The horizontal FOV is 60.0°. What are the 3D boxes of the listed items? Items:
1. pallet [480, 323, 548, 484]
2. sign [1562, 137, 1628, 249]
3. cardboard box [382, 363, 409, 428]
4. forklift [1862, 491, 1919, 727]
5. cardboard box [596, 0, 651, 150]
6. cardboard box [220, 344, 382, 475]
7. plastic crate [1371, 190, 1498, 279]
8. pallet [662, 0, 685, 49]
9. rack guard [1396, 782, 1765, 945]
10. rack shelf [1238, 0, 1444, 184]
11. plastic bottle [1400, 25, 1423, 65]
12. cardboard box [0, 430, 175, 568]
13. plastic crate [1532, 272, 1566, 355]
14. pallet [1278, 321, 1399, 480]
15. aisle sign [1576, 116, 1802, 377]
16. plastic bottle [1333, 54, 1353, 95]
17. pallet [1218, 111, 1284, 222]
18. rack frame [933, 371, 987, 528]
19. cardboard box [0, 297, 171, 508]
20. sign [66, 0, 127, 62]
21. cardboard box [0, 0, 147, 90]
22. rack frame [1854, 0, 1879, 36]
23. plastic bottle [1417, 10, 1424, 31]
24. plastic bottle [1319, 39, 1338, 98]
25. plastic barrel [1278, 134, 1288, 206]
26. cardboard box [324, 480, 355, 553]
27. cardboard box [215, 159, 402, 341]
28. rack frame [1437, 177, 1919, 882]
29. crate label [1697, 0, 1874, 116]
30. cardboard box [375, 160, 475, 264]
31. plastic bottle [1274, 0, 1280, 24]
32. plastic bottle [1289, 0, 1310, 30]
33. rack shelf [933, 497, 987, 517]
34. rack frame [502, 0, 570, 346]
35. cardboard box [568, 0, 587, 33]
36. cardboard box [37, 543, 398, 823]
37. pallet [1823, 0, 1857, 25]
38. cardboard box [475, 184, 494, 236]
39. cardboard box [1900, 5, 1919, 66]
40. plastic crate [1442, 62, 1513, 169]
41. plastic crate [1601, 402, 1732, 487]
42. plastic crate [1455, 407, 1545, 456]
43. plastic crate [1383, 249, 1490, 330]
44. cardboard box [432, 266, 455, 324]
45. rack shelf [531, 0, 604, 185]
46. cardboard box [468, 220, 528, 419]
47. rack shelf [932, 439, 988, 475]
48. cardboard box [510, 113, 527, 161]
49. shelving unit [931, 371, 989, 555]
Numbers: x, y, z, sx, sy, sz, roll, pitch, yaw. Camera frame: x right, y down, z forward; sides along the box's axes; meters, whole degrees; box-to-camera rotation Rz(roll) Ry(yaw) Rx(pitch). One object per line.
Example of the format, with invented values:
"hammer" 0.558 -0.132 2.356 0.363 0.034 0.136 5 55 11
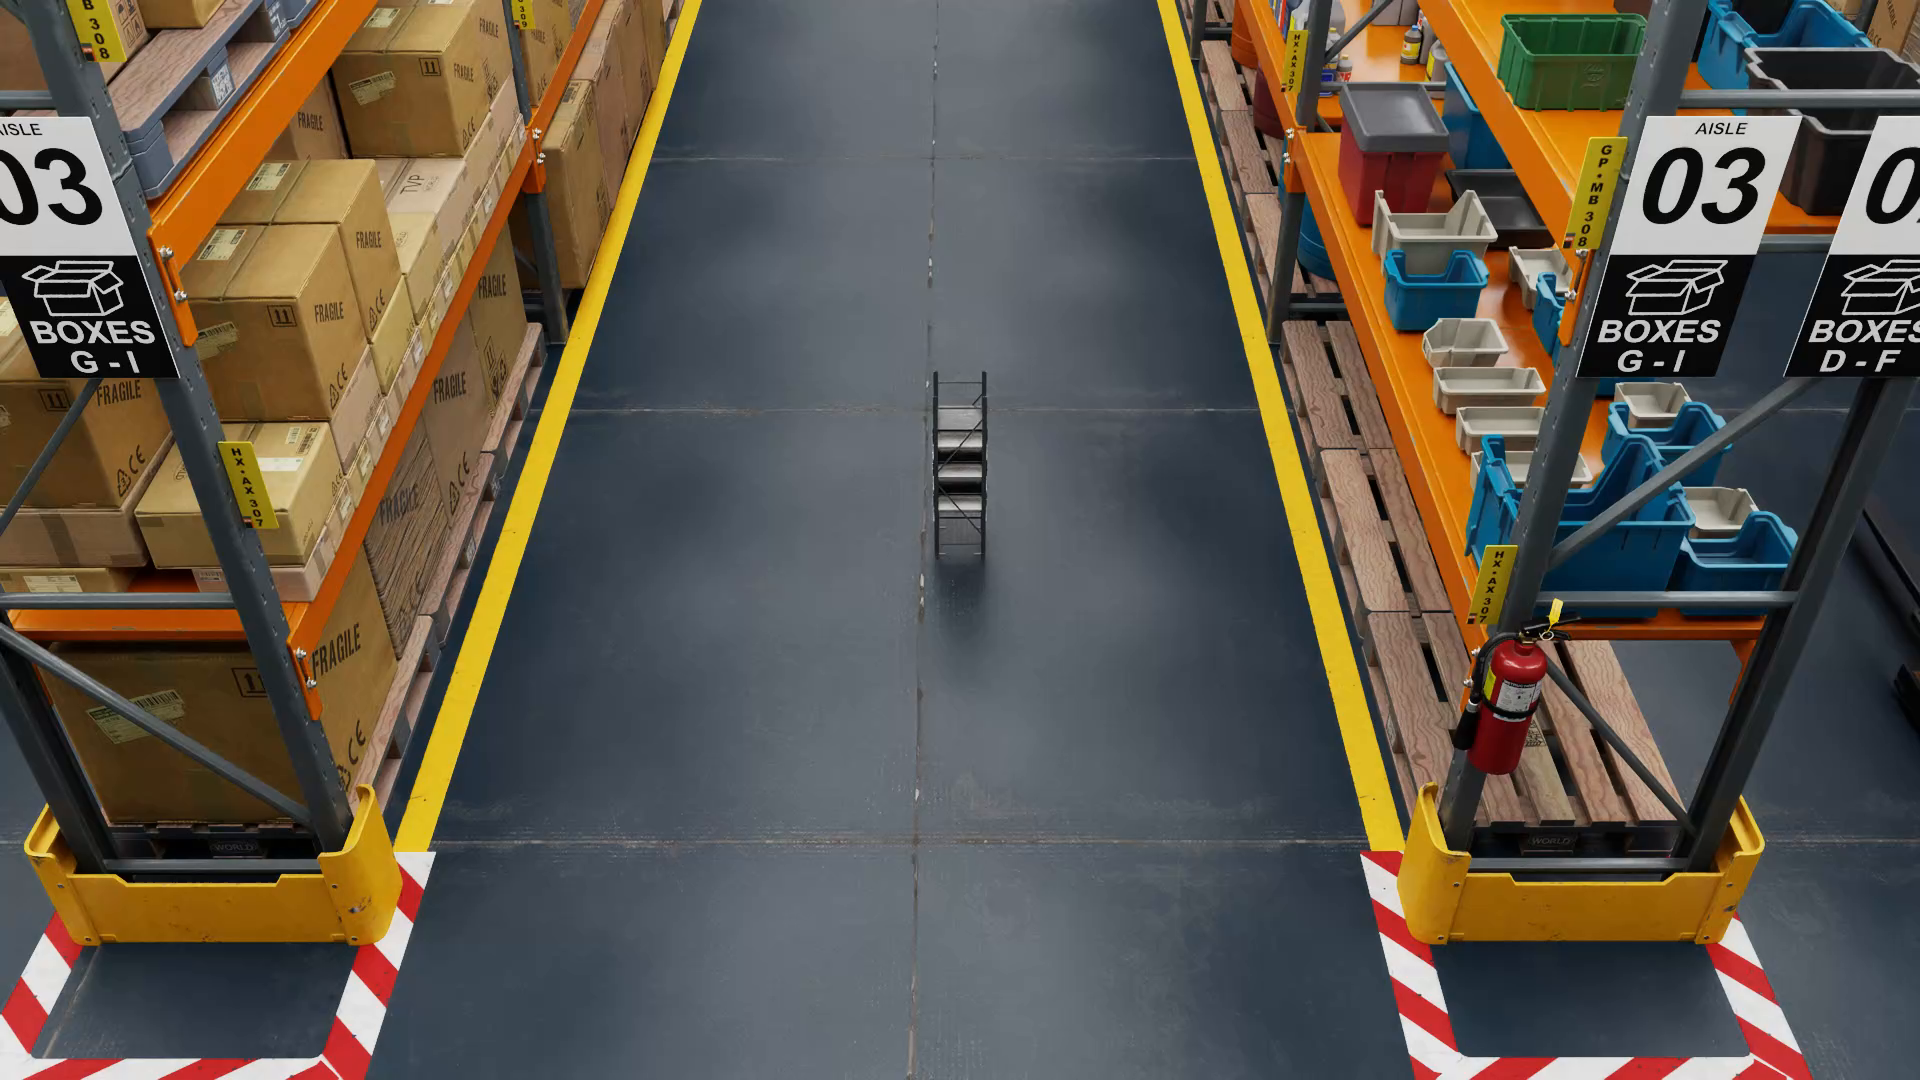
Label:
"pallet" -2.795 -0.736 8.745 1.003 0.211 1.213 0 39 0
"sign" 1.690 -0.921 4.431 0.100 0.325 0.005 0 39 0
"cardboard box" -2.386 -0.565 6.503 0.380 0.149 0.250 -1 39 -1
"forklift" 4.570 -0.267 5.985 1.130 2.935 3.031 1 39 1
"cardboard box" -2.748 -3.147 10.887 1.225 0.875 0.875 0 39 0
"cardboard box" -2.450 -0.481 6.079 0.500 0.250 0.500 0 39 -1
"plastic crate" 2.053 -1.325 7.297 0.437 0.282 0.530 0 39 0
"pallet" -2.721 -4.201 13.070 1.003 0.211 1.213 0 39 0
"rack guard" 2.253 1.189 6.112 1.175 0.500 0.348 0 39 0
"rack shelf" 2.233 -3.273 10.256 1.077 0.370 4.000 0 39 0
"plastic bottle" 2.491 -2.732 9.165 0.097 0.201 0.097 0 39 0
"cardboard box" -2.979 -0.159 5.677 0.500 0.250 0.500 -1 39 -1
"plastic crate" 2.567 -0.925 6.838 0.416 0.233 0.300 0 39 0
"pallet" 2.275 -0.755 8.769 1.003 0.211 1.213 0 39 0
"aisle sign" 1.947 -0.771 4.480 0.394 0.787 0.004 0 39 0
"plastic bottle" 2.037 -2.484 8.855 0.097 0.201 0.097 0 39 0
"pallet" 2.272 -2.462 10.899 1.003 0.211 1.213 0 39 0
"rack frame" 0.000 -0.410 7.787 0.240 0.900 0.006 0 39 0
"cardboard box" -2.976 -0.453 5.444 0.500 0.500 0.500 0 39 1
"sign" -2.158 -1.337 4.105 0.100 0.325 0.005 0 39 0
"cardboard box" -2.767 -1.536 4.619 0.700 0.500 0.500 -2 39 -3
"rack frame" 7.185 -4.806 11.594 1.000 3.000 0.127 0 39 0
"plastic bottle" 2.643 -2.938 9.422 0.097 0.201 0.097 0 39 0
"plastic bottle" 1.912 -2.501 8.817 0.152 0.276 0.135 0 39 0
"plastic barrel" 2.251 -2.431 9.973 0.600 0.901 0.708 0 39 0
"cardboard box" -2.385 -0.083 5.901 0.380 0.149 0.250 -1 39 -1
"cardboard box" -2.450 -1.085 6.234 0.500 0.500 0.500 -1 39 -1
"rack frame" 2.240 0.198 5.349 1.000 3.000 0.127 0 39 0
"crate label" 2.562 -1.491 5.178 0.408 0.251 0.502 0 39 0
"cardboard box" -2.450 -1.438 7.274 0.500 0.250 0.500 1 39 1
"plastic bottle" 1.911 -3.129 9.600 0.152 0.276 0.135 0 39 0
"plastic bottle" 1.907 -2.858 9.203 0.144 0.351 0.185 0 39 0
"rack shelf" 0.000 -0.180 7.841 0.258 0.077 0.200 0 39 0
"rack frame" -2.717 -2.300 8.466 1.000 3.000 0.127 0 39 0
"cardboard box" -2.469 -3.254 9.577 0.500 0.500 0.500 -1 39 -1
"cardboard box" -2.793 0.467 6.377 0.875 0.875 0.875 0 39 0
"pallet" 7.223 -4.232 13.108 1.003 0.211 1.213 0 39 0
"cardboard box" -2.388 -1.529 7.705 0.380 0.149 0.250 1 39 1
"cardboard box" 6.905 -3.390 11.474 0.500 0.500 0.500 -1 39 -2
"plastic crate" 2.577 -2.029 8.093 0.392 0.384 0.575 0 39 0
"plastic crate" 2.569 -0.326 6.090 0.416 0.233 0.300 0 39 0
"plastic crate" 2.072 -0.413 6.275 0.396 0.136 0.243 0 39 0
"plastic crate" 1.982 -1.044 6.985 0.416 0.233 0.300 0 39 0
"cardboard box" -2.388 -1.048 7.106 0.380 0.149 0.250 1 39 1
"rack shelf" -2.720 -3.269 10.252 1.077 0.370 4.000 0 39 0
"cardboard box" -2.796 -1.221 8.484 0.875 0.875 0.875 0 39 0
"rack shelf" 0.000 -0.390 7.672 0.258 0.077 0.200 0 39 0
"cardboard box" -2.389 -2.011 8.307 0.380 0.149 0.250 0 39 0
"shelving unit" 0.000 -0.346 7.708 0.258 0.900 0.210 0 39 0
